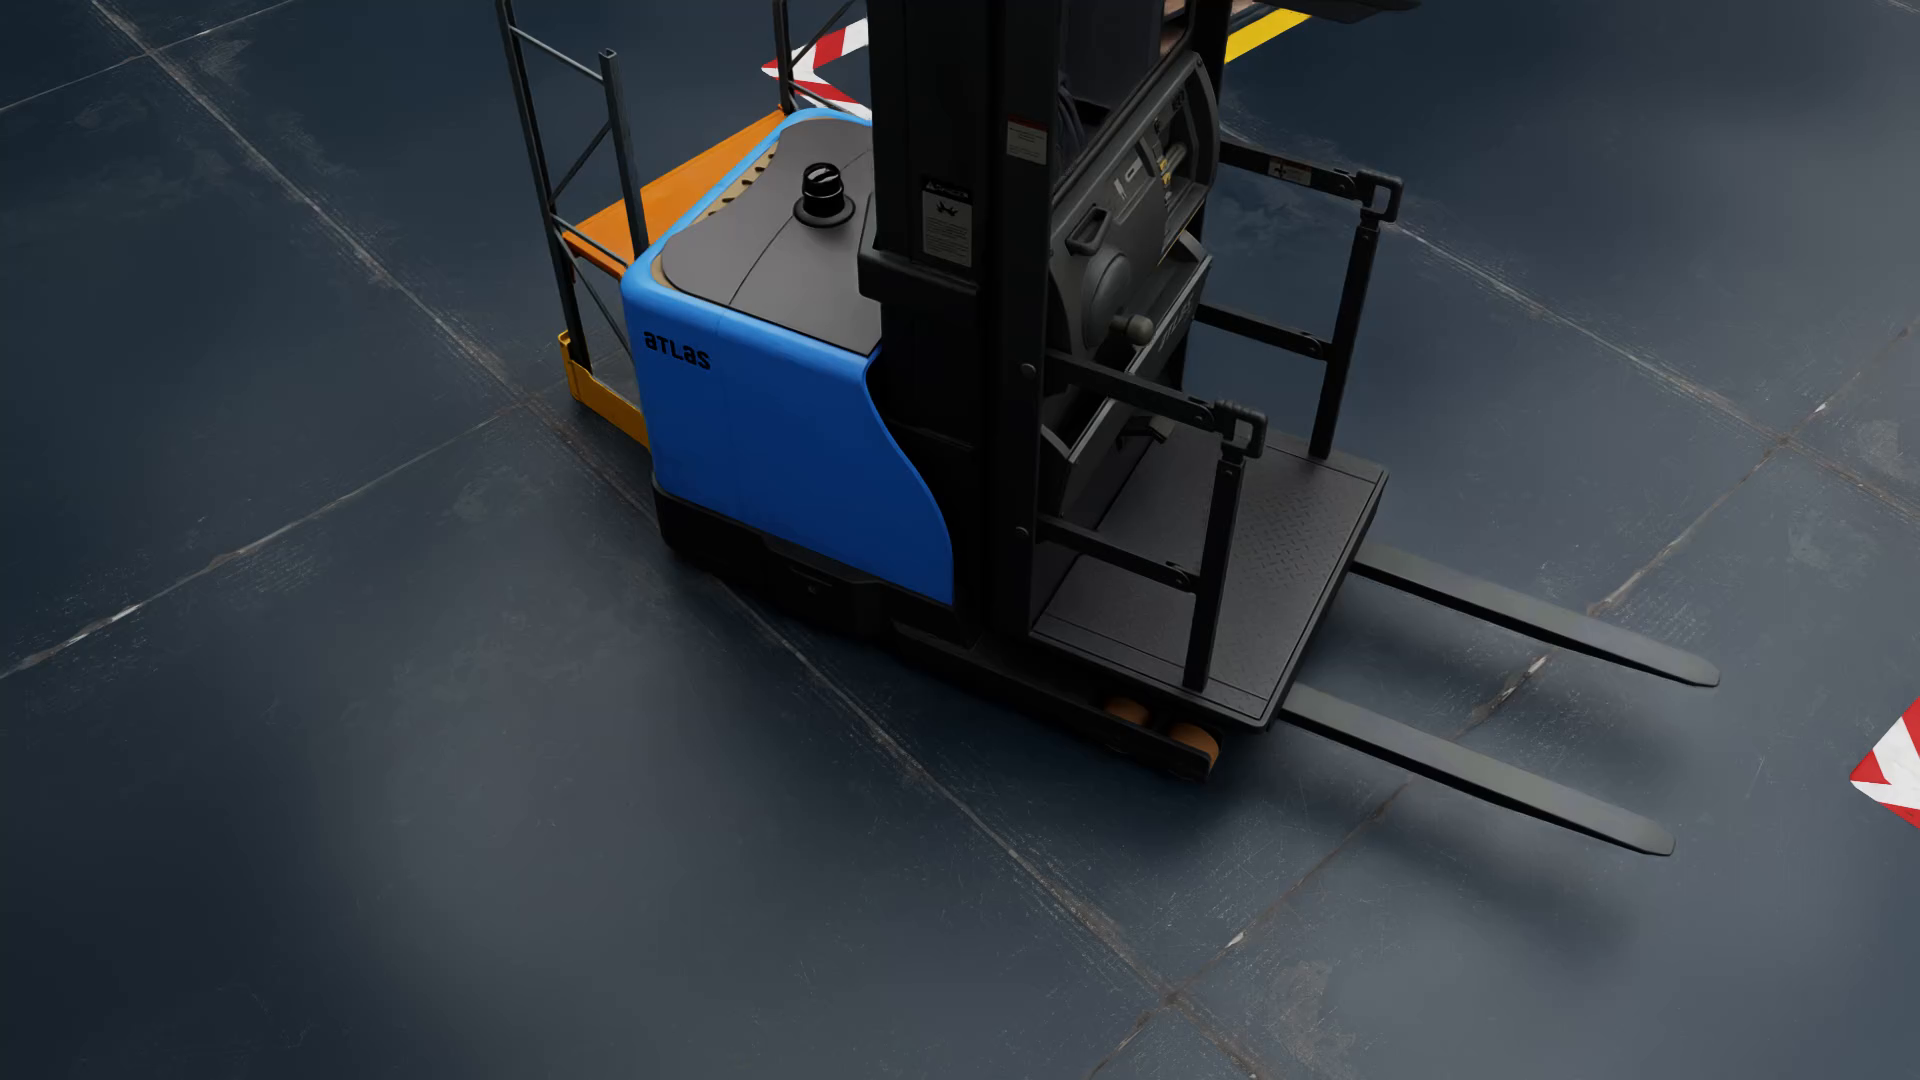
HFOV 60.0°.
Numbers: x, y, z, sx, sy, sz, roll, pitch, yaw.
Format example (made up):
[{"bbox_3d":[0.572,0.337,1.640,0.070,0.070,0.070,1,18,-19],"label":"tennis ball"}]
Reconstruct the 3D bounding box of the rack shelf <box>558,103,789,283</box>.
[{"bbox_3d":[-0.762,-1.048,5.441,0.538,0.185,1.000,33,56,27],"label":"rack shelf"}]

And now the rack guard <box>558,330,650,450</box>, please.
[{"bbox_3d":[-1.101,-0.469,5.513,0.587,0.250,0.087,33,56,27],"label":"rack guard"}]

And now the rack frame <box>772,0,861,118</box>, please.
[{"bbox_3d":[-0.422,-1.447,5.565,0.500,1.500,0.032,33,56,27],"label":"rack frame"}]

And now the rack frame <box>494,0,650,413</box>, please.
[{"bbox_3d":[-1.102,-0.892,5.053,0.500,1.500,0.032,33,56,27],"label":"rack frame"}]

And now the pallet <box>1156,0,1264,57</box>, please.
[{"bbox_3d":[0.745,-2.564,7.472,1.213,0.211,1.003,-34,56,-27],"label":"pallet"}]

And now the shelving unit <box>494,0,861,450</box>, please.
[{"bbox_3d":[-0.768,-1.165,5.304,0.587,1.500,1.083,33,56,27],"label":"shelving unit"}]

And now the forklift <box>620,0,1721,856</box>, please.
[{"bbox_3d":[0.614,-0.776,3.972,3.031,2.935,1.130,21,51,18],"label":"forklift"}]
